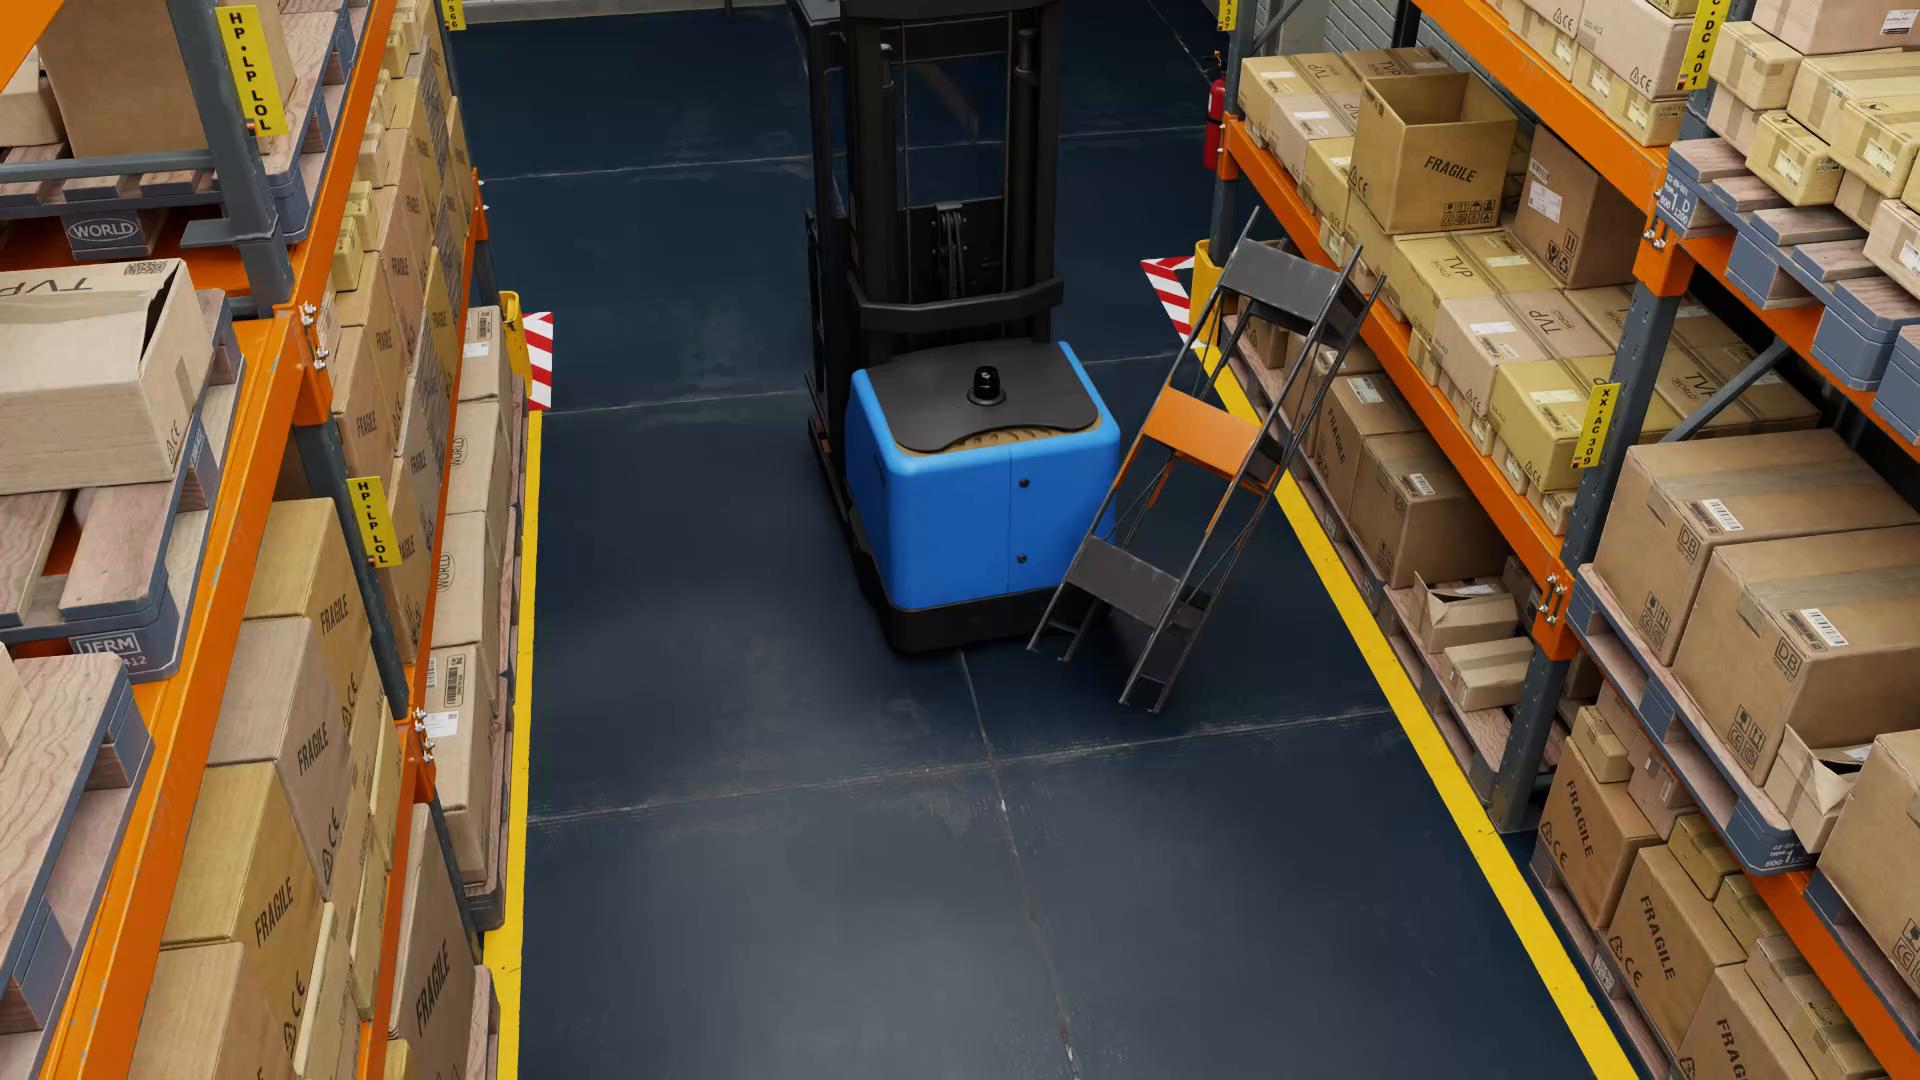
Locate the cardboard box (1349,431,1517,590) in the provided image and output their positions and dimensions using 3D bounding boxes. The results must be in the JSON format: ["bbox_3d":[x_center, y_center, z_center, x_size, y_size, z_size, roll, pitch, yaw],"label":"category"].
[{"bbox_3d":[2.237,-0.163,7.610,0.700,0.500,0.500,-8,38,-10],"label":"cardboard box"}]

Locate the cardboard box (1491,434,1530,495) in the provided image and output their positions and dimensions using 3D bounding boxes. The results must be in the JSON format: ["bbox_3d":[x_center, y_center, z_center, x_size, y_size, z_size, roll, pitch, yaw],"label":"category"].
[{"bbox_3d":[2.259,-0.317,6.317,0.380,0.149,0.250,-5,38,-7],"label":"cardboard box"}]

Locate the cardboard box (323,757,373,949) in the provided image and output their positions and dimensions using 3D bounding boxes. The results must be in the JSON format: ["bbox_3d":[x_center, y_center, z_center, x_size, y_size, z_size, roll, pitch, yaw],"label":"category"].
[{"bbox_3d":[-1.844,0.844,4.334,0.500,0.250,0.500,-5,38,-7],"label":"cardboard box"}]

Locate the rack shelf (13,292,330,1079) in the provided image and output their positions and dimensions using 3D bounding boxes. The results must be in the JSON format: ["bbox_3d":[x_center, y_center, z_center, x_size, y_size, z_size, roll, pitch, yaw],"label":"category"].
[{"bbox_3d":[-1.905,0.748,2.883,1.077,0.370,4.000,-6,38,-8],"label":"rack shelf"}]

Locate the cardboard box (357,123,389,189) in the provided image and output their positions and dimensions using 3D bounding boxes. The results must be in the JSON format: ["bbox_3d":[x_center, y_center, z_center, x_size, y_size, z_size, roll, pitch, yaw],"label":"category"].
[{"bbox_3d":[-2.304,-1.390,6.069,0.380,0.149,0.250,-6,38,-8],"label":"cardboard box"}]

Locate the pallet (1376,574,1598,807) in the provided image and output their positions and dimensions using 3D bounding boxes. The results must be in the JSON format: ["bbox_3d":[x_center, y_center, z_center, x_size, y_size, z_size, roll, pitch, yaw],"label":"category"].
[{"bbox_3d":[2.511,0.591,7.217,1.003,0.211,1.213,-6,38,-8],"label":"pallet"}]

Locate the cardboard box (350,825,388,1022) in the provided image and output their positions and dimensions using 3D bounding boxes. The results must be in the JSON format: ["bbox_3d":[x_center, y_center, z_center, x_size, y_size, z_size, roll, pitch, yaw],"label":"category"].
[{"bbox_3d":[-1.841,1.052,4.474,0.500,0.250,0.500,-7,38,-9],"label":"cardboard box"}]

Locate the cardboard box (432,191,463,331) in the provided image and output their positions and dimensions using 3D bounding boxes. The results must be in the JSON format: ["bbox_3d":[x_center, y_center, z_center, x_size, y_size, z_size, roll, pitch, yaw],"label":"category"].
[{"bbox_3d":[-2.439,-1.138,7.088,0.500,0.500,0.500,-5,38,-7],"label":"cardboard box"}]

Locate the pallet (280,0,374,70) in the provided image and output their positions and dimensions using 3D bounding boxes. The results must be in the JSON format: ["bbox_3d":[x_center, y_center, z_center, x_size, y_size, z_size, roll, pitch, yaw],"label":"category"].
[{"bbox_3d":[-2.599,-1.939,5.829,1.003,0.211,1.213,-6,38,-8],"label":"pallet"}]

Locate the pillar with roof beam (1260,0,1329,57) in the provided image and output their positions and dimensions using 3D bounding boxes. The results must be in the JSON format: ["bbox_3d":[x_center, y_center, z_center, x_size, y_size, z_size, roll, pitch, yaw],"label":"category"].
[{"bbox_3d":[-1.894,-6.143,8.722,9.100,9.000,0.400,-6,38,-8],"label":"pillar with roof beam"}]

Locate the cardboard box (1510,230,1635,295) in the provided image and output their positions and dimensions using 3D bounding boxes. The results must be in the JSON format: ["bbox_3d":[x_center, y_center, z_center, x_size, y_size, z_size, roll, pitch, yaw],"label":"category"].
[{"bbox_3d":[2.626,-1.096,6.995,0.500,0.250,0.500,-5,38,-7],"label":"cardboard box"}]

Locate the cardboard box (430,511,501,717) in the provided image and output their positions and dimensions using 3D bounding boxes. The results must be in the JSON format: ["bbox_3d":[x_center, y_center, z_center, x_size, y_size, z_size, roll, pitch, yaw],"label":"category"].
[{"bbox_3d":[-2.418,0.355,6.994,0.875,0.438,0.875,-7,38,-9],"label":"cardboard box"}]

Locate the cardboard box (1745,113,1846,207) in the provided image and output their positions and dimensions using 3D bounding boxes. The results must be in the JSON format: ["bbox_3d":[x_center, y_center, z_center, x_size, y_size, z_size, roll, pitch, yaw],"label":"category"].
[{"bbox_3d":[2.303,-1.003,4.332,0.380,0.149,0.250,-6,38,-7],"label":"cardboard box"}]

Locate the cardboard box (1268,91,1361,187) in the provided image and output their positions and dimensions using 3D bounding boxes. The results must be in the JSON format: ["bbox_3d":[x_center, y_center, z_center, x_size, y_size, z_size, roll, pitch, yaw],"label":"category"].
[{"bbox_3d":[1.832,-1.962,8.110,0.500,0.250,0.500,-6,38,-7],"label":"cardboard box"}]

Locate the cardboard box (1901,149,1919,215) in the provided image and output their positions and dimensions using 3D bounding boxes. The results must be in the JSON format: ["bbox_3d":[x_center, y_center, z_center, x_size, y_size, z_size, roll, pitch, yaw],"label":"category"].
[{"bbox_3d":[2.442,-0.812,3.844,0.380,0.149,0.250,-7,38,-9],"label":"cardboard box"}]

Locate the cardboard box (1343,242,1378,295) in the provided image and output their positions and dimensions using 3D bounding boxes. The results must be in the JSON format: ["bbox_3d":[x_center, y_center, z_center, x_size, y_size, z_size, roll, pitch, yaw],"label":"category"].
[{"bbox_3d":[1.960,-1.244,7.511,0.380,0.149,0.250,-5,38,-7],"label":"cardboard box"}]

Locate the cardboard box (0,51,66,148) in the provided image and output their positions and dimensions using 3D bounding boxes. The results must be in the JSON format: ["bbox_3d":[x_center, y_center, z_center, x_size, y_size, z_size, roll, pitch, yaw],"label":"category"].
[{"bbox_3d":[-2.683,-1.247,4.551,0.396,0.266,0.258,-5,38,-6],"label":"cardboard box"}]

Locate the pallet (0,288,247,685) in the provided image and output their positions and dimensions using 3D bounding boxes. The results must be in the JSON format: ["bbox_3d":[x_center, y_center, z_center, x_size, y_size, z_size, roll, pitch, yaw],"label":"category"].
[{"bbox_3d":[-2.046,-0.120,3.570,0.805,0.209,1.217,-8,39,-10],"label":"pallet"}]

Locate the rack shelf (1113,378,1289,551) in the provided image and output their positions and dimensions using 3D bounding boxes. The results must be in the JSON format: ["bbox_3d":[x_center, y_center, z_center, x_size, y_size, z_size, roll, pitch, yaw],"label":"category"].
[{"bbox_3d":[1.040,-0.313,7.056,0.480,0.518,0.431,29,3,31],"label":"rack shelf"}]

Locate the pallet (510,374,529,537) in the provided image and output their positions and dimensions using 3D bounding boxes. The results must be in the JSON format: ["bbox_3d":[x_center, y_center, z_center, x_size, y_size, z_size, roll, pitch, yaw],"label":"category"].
[{"bbox_3d":[-2.740,-0.400,8.492,1.003,0.211,1.213,-6,38,-8],"label":"pallet"}]

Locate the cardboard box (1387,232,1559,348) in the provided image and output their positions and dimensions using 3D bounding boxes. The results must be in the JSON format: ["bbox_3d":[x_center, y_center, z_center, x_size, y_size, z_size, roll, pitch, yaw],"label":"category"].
[{"bbox_3d":[2.124,-1.039,6.922,0.500,0.250,0.500,-6,38,-8],"label":"cardboard box"}]

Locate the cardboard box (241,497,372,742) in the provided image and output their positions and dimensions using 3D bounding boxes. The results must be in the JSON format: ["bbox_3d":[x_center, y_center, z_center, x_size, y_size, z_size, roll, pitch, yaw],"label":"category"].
[{"bbox_3d":[-1.930,0.249,4.488,0.500,0.500,0.500,-5,38,-6],"label":"cardboard box"}]

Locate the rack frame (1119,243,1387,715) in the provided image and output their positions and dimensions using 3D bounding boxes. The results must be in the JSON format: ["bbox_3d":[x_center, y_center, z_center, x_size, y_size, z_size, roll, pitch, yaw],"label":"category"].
[{"bbox_3d":[1.229,-0.225,6.930,0.015,2.100,0.400,29,3,31],"label":"rack frame"}]

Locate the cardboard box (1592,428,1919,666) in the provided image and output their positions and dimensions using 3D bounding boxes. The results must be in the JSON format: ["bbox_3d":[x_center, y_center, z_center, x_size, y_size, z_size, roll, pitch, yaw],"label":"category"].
[{"bbox_3d":[2.495,0.015,5.261,0.700,0.500,0.500,-5,38,-7],"label":"cardboard box"}]

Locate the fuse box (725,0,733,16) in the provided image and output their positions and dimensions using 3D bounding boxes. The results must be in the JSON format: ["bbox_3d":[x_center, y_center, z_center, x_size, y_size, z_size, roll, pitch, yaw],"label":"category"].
[{"bbox_3d":[-1.875,-5.008,13.201,0.539,1.711,0.414,-6,38,-8],"label":"fuse box"}]

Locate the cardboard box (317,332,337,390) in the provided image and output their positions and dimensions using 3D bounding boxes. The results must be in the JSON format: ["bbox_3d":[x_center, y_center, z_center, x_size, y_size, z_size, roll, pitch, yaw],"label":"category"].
[{"bbox_3d":[-2.055,-0.468,4.883,0.380,0.149,0.250,-7,38,-9],"label":"cardboard box"}]

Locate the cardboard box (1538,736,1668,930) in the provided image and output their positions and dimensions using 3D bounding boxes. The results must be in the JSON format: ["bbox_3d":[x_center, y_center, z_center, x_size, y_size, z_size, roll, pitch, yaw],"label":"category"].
[{"bbox_3d":[2.494,1.042,6.059,0.500,0.500,0.500,-5,38,-6],"label":"cardboard box"}]

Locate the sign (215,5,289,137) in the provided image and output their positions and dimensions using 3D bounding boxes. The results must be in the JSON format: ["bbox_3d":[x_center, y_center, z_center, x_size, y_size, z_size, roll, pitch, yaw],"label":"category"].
[{"bbox_3d":[-1.723,-1.137,4.045,0.100,0.325,0.005,-6,38,-8],"label":"sign"}]

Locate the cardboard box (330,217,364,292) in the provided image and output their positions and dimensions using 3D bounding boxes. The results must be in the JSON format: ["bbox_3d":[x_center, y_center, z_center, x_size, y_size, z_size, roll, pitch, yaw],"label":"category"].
[{"bbox_3d":[-2.186,-0.928,5.474,0.380,0.149,0.250,-6,38,-8],"label":"cardboard box"}]

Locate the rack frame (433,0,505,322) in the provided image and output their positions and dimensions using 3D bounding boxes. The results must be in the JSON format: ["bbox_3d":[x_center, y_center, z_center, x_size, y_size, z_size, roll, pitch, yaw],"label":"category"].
[{"bbox_3d":[-2.957,-1.975,8.248,1.000,3.000,0.127,-6,38,-8],"label":"rack frame"}]

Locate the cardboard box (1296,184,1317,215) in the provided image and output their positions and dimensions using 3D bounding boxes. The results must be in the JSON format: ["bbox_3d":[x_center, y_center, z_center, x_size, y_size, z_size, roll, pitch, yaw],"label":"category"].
[{"bbox_3d":[1.871,-1.721,8.125,0.380,0.149,0.250,-5,38,-7],"label":"cardboard box"}]

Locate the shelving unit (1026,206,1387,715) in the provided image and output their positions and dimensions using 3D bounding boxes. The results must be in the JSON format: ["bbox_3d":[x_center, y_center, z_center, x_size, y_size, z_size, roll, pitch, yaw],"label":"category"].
[{"bbox_3d":[1.046,-0.326,7.055,0.503,2.100,0.431,29,3,31],"label":"shelving unit"}]

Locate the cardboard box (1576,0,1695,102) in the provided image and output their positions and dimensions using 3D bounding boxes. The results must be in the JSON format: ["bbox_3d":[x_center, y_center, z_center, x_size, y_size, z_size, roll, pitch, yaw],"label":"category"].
[{"bbox_3d":[2.299,-1.603,5.203,0.500,0.250,0.500,-6,38,-8],"label":"cardboard box"}]

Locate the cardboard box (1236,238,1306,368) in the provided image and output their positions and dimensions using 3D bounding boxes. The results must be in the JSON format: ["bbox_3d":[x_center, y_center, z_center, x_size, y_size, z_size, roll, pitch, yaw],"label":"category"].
[{"bbox_3d":[1.943,-1.312,9.086,0.797,0.503,0.637,-8,38,-10],"label":"cardboard box"}]

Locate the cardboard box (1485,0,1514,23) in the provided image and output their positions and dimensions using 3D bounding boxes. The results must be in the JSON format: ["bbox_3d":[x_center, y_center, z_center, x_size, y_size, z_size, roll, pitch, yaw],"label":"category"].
[{"bbox_3d":[2.142,-1.991,6.027,0.380,0.149,0.250,-5,38,-6],"label":"cardboard box"}]

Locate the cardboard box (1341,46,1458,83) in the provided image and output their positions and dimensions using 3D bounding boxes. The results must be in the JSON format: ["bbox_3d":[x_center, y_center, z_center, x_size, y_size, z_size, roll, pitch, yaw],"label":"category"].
[{"bbox_3d":[2.271,-2.320,8.572,0.500,0.250,0.500,-5,38,-7],"label":"cardboard box"}]

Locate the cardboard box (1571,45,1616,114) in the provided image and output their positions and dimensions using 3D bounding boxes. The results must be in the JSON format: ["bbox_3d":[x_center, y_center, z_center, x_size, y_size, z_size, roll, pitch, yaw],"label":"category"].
[{"bbox_3d":[2.237,-1.514,5.414,0.380,0.149,0.250,-6,38,-8],"label":"cardboard box"}]

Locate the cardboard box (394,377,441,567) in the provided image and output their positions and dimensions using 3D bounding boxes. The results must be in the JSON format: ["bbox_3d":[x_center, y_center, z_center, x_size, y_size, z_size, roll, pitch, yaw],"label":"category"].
[{"bbox_3d":[-2.164,-0.215,5.900,0.500,0.500,0.500,-6,38,-8],"label":"cardboard box"}]

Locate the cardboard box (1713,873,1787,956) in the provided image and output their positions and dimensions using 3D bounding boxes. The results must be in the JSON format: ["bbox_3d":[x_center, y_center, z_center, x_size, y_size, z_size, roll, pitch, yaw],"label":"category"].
[{"bbox_3d":[2.674,1.192,5.337,0.380,0.149,0.250,-7,38,-9],"label":"cardboard box"}]

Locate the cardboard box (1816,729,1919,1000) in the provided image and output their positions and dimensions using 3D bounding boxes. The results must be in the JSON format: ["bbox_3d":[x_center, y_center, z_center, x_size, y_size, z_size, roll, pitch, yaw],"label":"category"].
[{"bbox_3d":[2.724,0.802,4.248,0.700,0.500,0.500,-6,38,-8],"label":"cardboard box"}]

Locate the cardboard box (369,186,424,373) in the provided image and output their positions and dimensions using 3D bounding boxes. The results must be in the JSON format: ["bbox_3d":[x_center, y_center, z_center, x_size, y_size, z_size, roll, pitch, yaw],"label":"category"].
[{"bbox_3d":[-2.262,-0.924,5.997,0.500,0.500,0.500,-6,38,-7],"label":"cardboard box"}]

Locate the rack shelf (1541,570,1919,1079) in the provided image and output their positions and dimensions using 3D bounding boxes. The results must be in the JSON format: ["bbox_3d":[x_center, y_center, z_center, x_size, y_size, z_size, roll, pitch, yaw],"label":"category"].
[{"bbox_3d":[2.981,1.397,4.494,1.077,0.370,4.000,-6,38,-8],"label":"rack shelf"}]

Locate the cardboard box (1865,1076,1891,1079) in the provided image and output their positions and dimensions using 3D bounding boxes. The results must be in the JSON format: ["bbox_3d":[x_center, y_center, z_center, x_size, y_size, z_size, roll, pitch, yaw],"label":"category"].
[{"bbox_3d":[2.798,1.657,4.739,0.380,0.149,0.250,-6,38,-8],"label":"cardboard box"}]

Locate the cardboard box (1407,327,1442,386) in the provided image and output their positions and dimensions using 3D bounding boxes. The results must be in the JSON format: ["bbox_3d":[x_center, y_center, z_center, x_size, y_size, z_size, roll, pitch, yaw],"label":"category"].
[{"bbox_3d":[2.098,-0.784,6.918,0.380,0.149,0.250,-7,38,-9],"label":"cardboard box"}]

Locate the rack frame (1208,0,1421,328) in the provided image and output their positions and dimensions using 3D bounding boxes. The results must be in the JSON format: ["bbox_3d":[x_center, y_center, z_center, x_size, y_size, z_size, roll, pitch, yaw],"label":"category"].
[{"bbox_3d":[1.929,-2.511,8.938,1.000,3.000,0.127,-6,38,-8],"label":"rack frame"}]

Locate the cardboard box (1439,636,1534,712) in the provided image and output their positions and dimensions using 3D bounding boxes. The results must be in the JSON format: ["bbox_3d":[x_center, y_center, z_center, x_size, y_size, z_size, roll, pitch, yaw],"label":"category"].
[{"bbox_3d":[2.244,0.560,6.966,0.380,0.149,0.250,-7,38,-9],"label":"cardboard box"}]

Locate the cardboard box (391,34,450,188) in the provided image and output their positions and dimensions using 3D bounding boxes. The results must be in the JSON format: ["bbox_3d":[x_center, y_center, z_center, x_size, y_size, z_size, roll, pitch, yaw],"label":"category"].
[{"bbox_3d":[-2.517,-1.832,7.166,0.500,0.500,0.500,-6,38,-8],"label":"cardboard box"}]

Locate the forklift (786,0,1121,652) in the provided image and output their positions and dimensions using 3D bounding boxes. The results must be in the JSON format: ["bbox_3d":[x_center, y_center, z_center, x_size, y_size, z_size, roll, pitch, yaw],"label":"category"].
[{"bbox_3d":[-0.171,-1.566,7.777,1.130,2.935,3.031,-9,39,-12],"label":"forklift"}]

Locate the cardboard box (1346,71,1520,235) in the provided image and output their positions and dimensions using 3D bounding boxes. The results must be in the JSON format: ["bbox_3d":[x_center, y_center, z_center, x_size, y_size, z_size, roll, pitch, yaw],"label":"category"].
[{"bbox_3d":[2.007,-1.657,7.106,0.500,0.500,0.500,-5,38,-7],"label":"cardboard box"}]

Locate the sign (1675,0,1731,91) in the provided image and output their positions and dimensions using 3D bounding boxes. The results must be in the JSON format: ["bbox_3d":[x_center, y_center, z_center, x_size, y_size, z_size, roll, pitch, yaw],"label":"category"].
[{"bbox_3d":[2.098,-1.421,4.668,0.100,0.325,0.005,-6,38,-8],"label":"sign"}]

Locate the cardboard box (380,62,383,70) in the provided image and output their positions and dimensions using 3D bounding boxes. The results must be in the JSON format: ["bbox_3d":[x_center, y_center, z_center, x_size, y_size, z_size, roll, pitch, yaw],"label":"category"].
[{"bbox_3d":[-2.521,-1.851,6.662,0.380,0.149,0.250,-7,38,-8],"label":"cardboard box"}]

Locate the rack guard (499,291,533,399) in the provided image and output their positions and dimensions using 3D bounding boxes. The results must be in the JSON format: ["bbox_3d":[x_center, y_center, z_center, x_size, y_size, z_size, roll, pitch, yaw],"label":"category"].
[{"bbox_3d":[-2.961,-1.003,9.033,1.175,0.500,0.348,-6,38,-8],"label":"rack guard"}]

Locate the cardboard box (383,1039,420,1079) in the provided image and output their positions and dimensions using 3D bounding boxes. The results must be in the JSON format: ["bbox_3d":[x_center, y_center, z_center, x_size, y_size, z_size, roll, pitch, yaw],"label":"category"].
[{"bbox_3d":[-1.902,2.025,4.489,0.875,0.875,0.875,-5,38,-7],"label":"cardboard box"}]

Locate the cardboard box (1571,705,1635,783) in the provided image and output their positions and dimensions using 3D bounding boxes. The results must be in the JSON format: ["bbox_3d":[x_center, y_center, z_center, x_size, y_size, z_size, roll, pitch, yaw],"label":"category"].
[{"bbox_3d":[2.432,0.715,5.951,0.380,0.149,0.250,-5,38,-6],"label":"cardboard box"}]

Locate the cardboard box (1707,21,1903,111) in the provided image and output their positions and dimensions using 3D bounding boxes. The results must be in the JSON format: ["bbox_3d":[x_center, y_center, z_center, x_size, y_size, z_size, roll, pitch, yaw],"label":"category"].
[{"bbox_3d":[2.251,-1.276,4.441,0.380,0.149,0.250,-5,38,-7],"label":"cardboard box"}]

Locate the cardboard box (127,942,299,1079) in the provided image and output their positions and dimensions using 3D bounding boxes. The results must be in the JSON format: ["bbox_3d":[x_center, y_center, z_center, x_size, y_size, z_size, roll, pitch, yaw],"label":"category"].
[{"bbox_3d":[-1.657,1.180,3.289,0.500,0.500,0.500,-6,38,-7],"label":"cardboard box"}]

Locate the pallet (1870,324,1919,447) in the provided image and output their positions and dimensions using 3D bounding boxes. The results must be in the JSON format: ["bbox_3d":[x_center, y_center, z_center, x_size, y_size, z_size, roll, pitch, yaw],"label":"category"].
[{"bbox_3d":[2.861,-0.178,3.643,1.213,0.211,1.003,-6,38,-8],"label":"pallet"}]
